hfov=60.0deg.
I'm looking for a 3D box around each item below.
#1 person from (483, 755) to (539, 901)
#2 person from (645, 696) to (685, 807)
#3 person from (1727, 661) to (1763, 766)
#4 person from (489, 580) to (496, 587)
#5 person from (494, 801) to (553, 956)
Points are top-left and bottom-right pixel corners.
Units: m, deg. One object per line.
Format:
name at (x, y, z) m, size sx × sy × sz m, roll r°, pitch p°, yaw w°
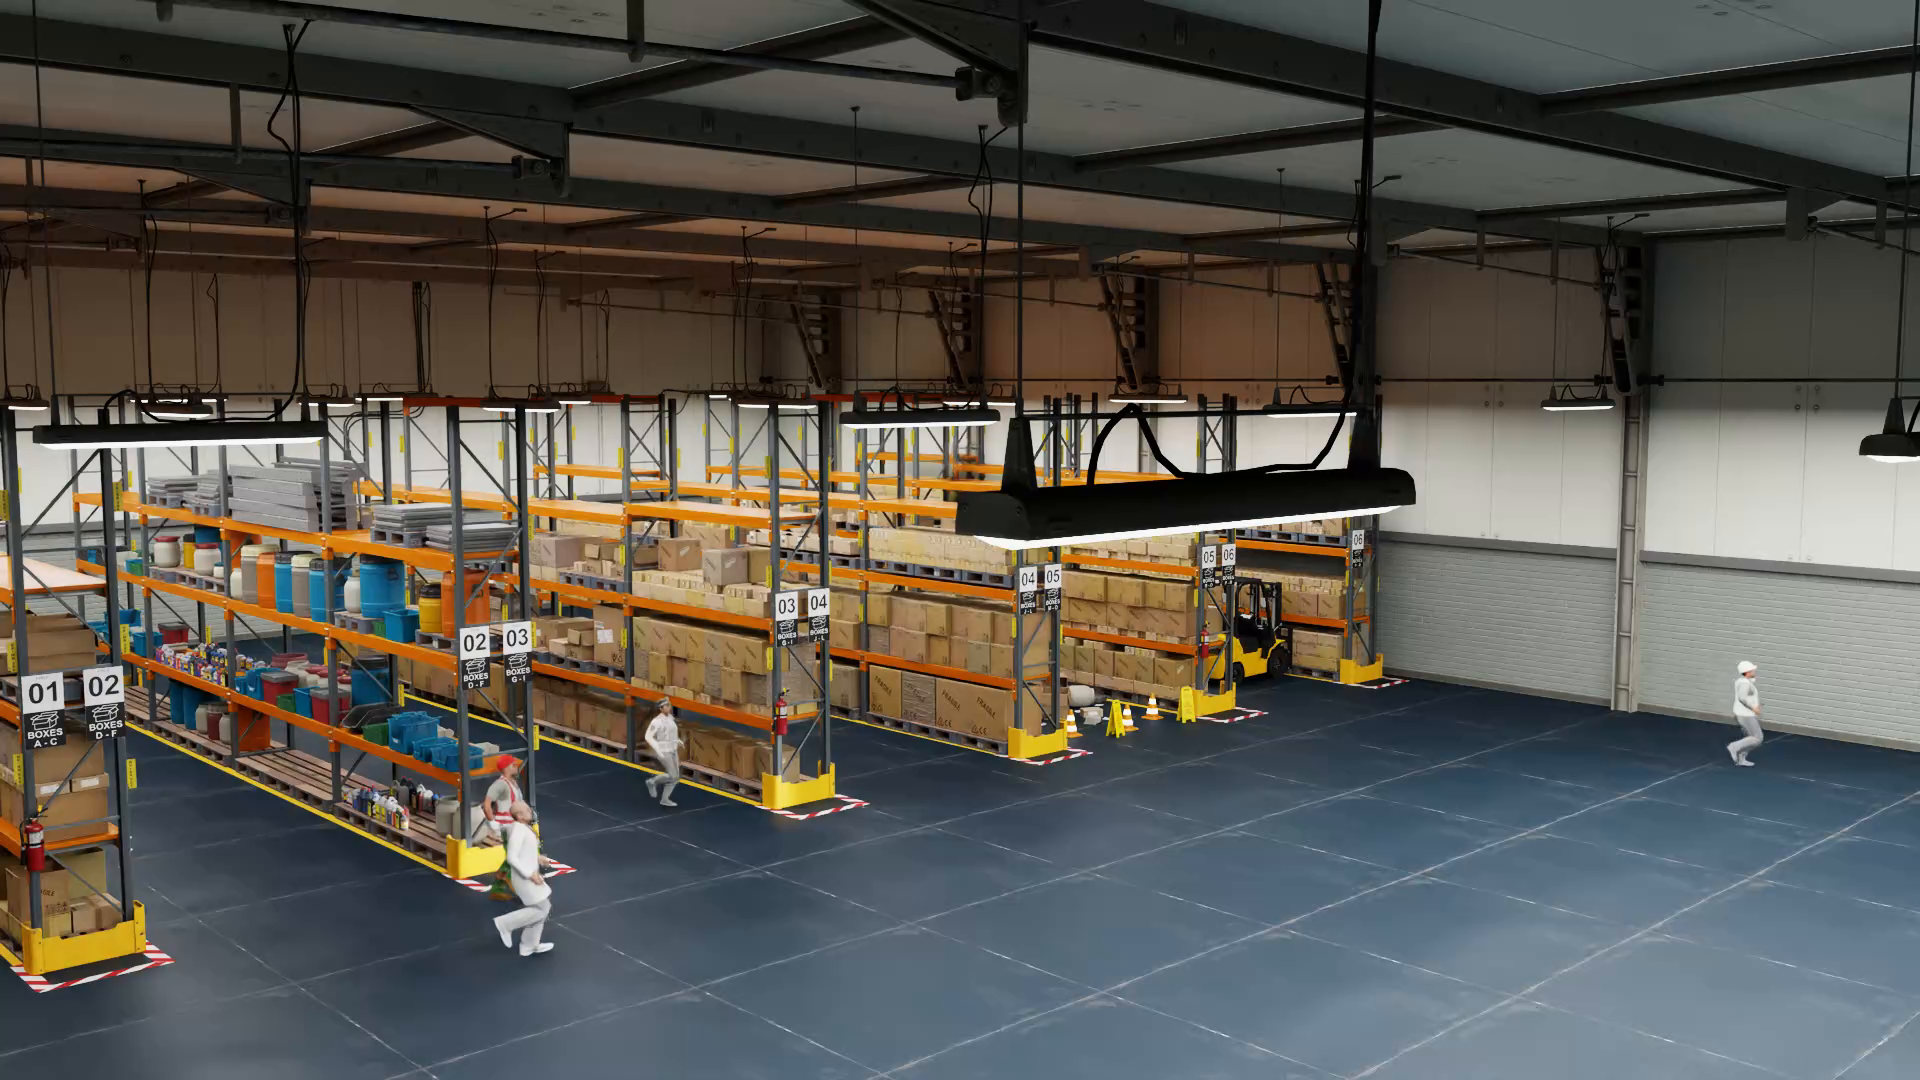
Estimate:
person at (-5.448, 3.495, 20.335) m, size 0.610 × 1.715 × 0.701 m, roll -1°, pitch 6°, yaw -7°
person at (-4.365, 3.129, 24.670) m, size 0.552 × 1.650 × 0.614 m, roll 3°, pitch 6°, yaw 25°
person at (12.863, 2.840, 27.201) m, size 0.577 × 1.726 × 0.643 m, roll 1°, pitch 6°, yaw 14°
person at (-10.911, 1.753, 38.582) m, size 0.740 × 1.704 × 0.609 m, roll -1°, pitch 6°, yaw -14°
person at (-4.810, 3.717, 18.272) m, size 0.630 × 1.730 × 0.724 m, roll -2°, pitch 6°, yaw -18°
